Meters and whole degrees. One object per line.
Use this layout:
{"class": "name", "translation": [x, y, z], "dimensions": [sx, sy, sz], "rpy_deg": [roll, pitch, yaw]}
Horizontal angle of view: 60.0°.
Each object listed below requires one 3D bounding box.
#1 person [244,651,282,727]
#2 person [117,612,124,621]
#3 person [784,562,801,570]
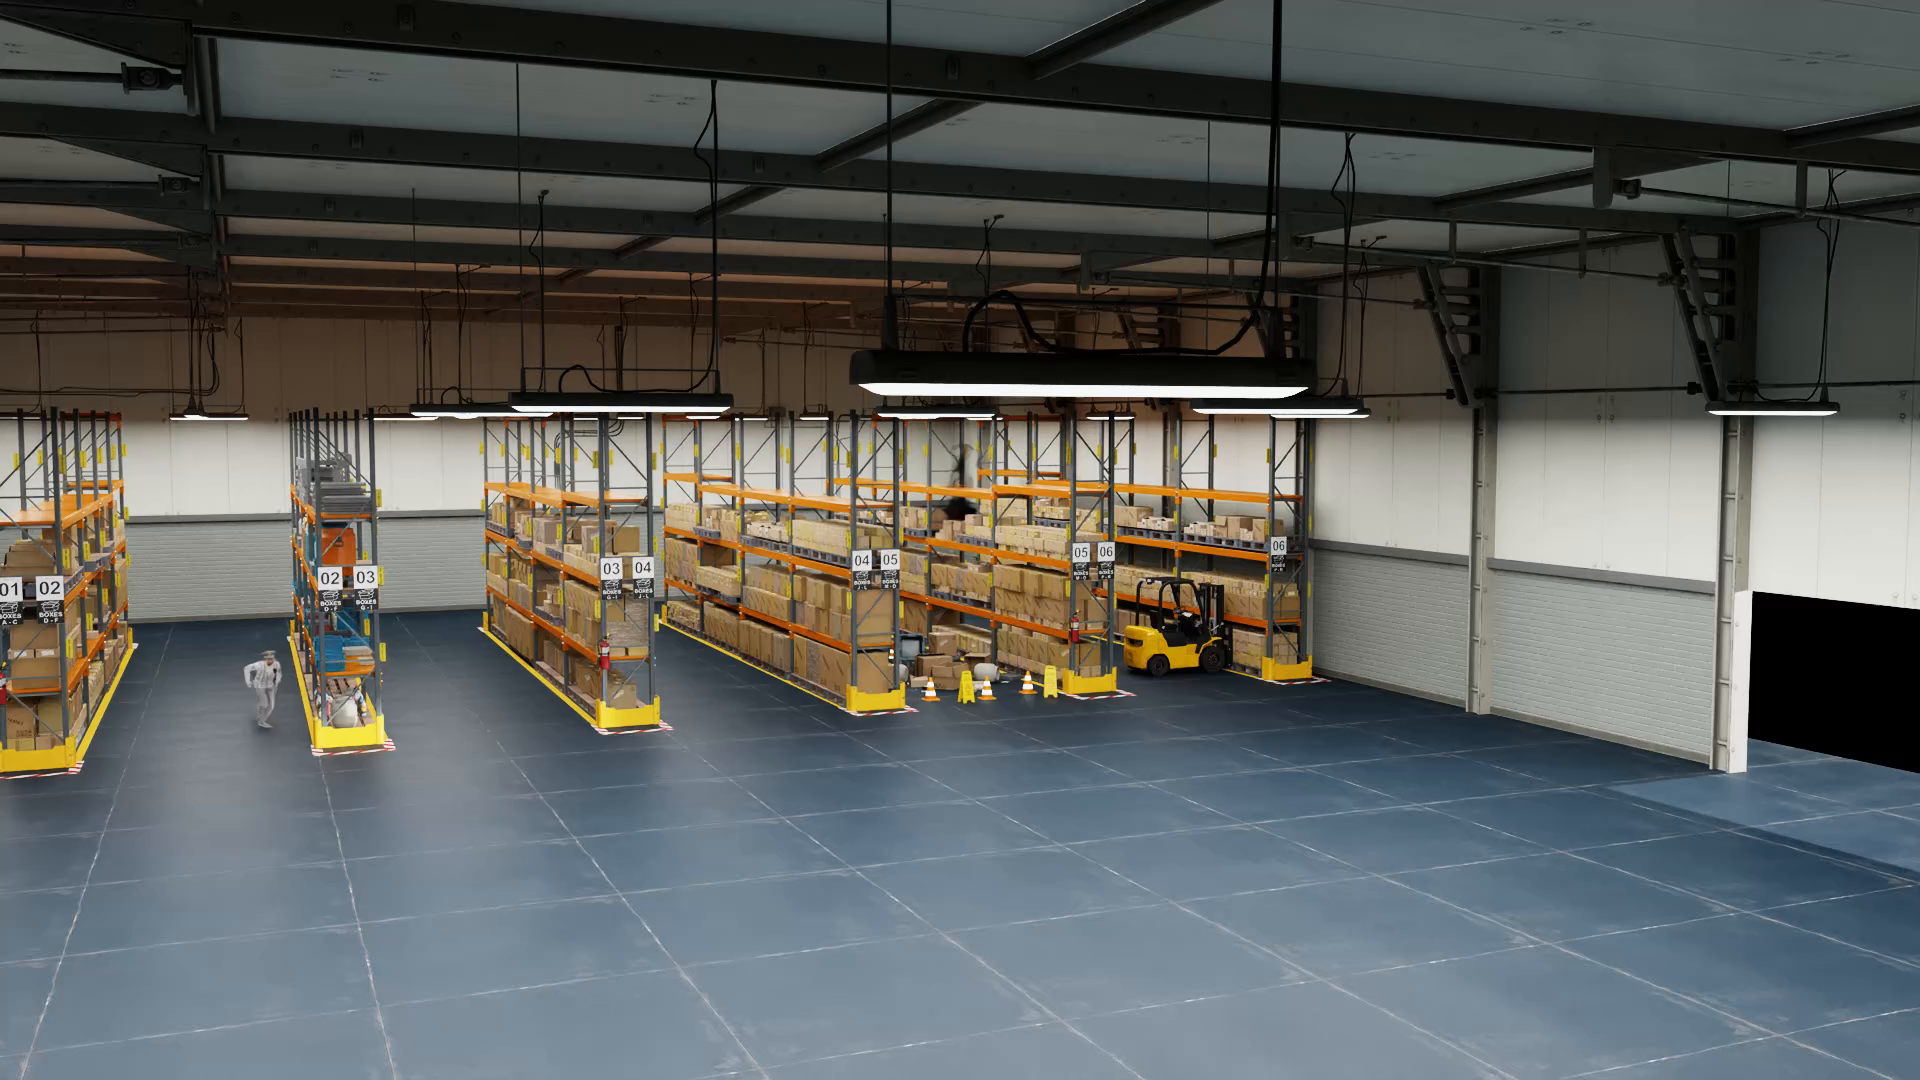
{"class": "person", "translation": [-13.040, 2.806, 31.149], "dimensions": [0.640, 1.489, 0.749], "rpy_deg": [-4, 5, -41]}
{"class": "person", "translation": [-22.489, 1.757, 43.942], "dimensions": [0.901, 1.709, 0.637], "rpy_deg": [1, 4, 13]}
{"class": "person", "translation": [-5.003, 1.350, 50.825], "dimensions": [0.933, 1.698, 0.575], "rpy_deg": [-1, 4, -11]}
